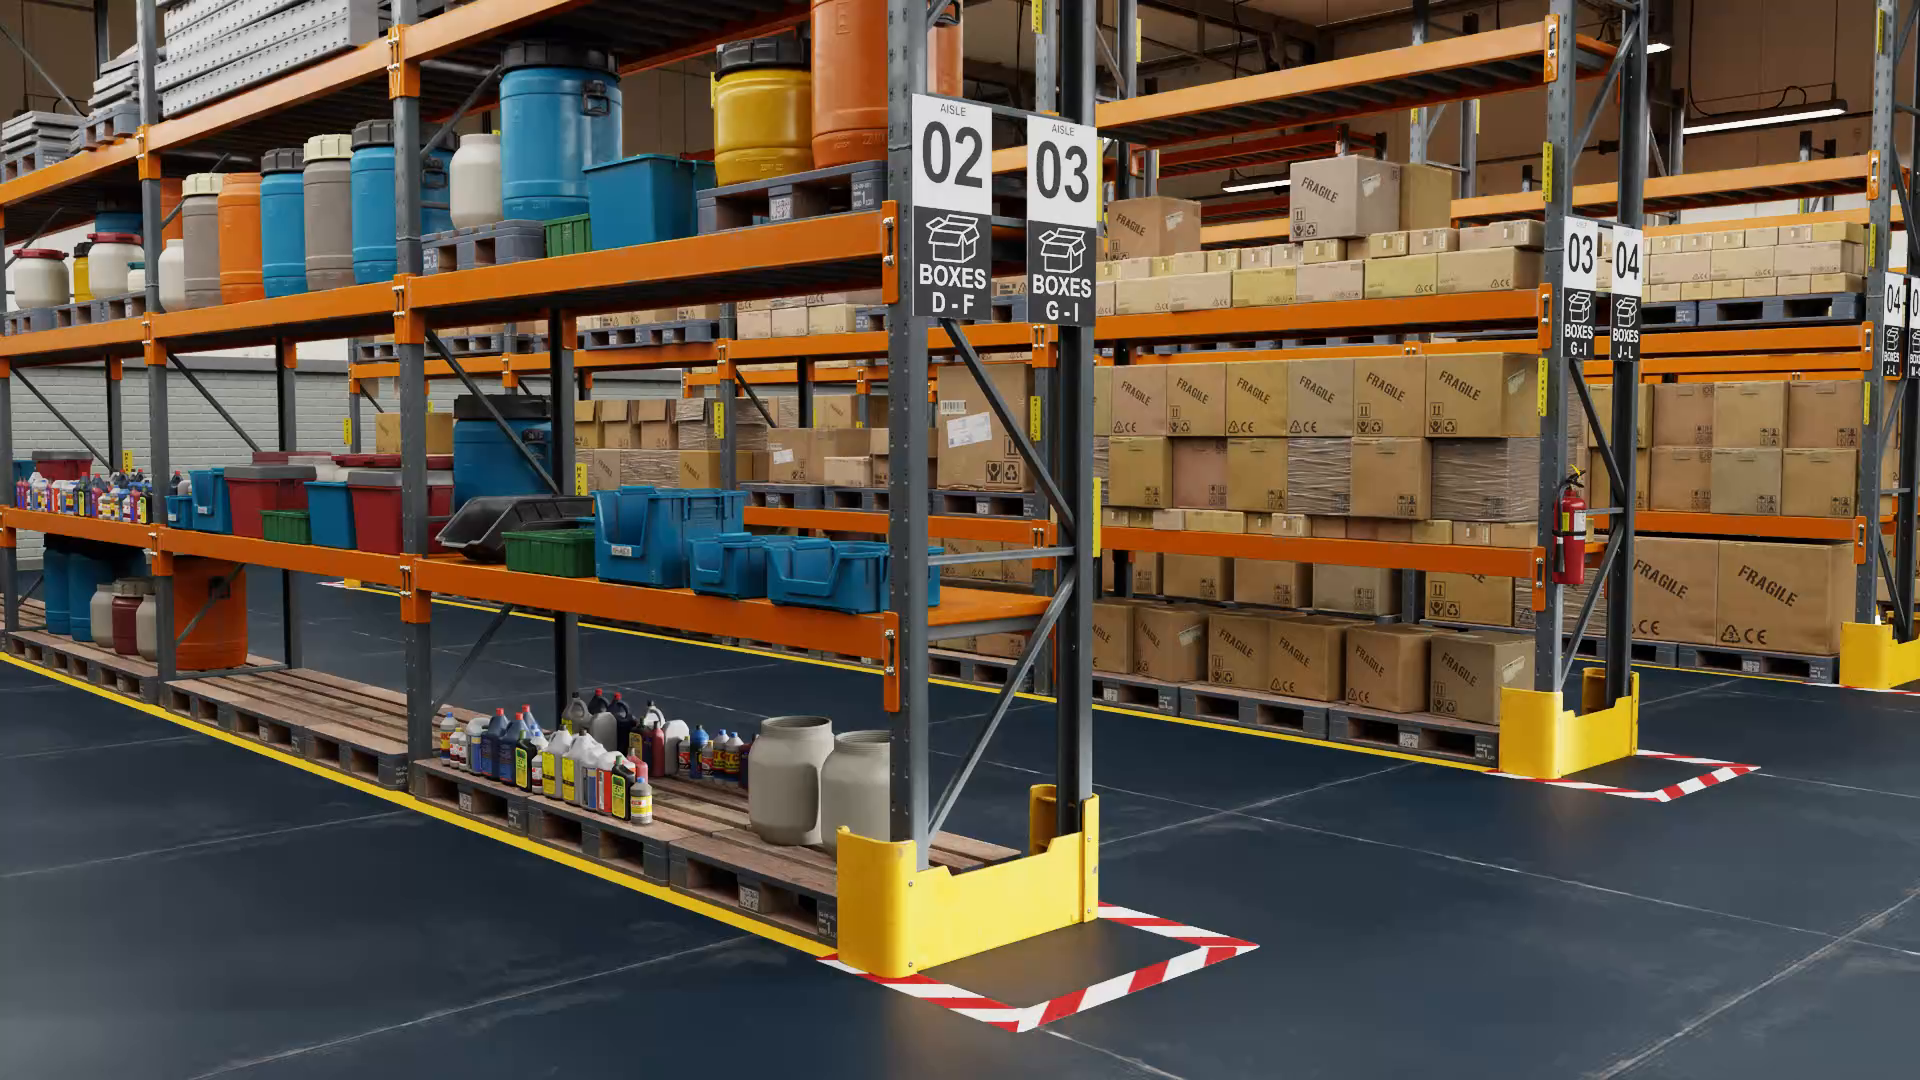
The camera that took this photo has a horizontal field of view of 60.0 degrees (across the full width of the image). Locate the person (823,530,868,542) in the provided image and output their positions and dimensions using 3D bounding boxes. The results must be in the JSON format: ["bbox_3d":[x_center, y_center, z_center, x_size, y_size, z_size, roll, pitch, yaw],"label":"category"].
[{"bbox_3d":[-1.184,-0.049,17.463,0.425,1.775,0.606,4,5,44],"label":"person"}]
